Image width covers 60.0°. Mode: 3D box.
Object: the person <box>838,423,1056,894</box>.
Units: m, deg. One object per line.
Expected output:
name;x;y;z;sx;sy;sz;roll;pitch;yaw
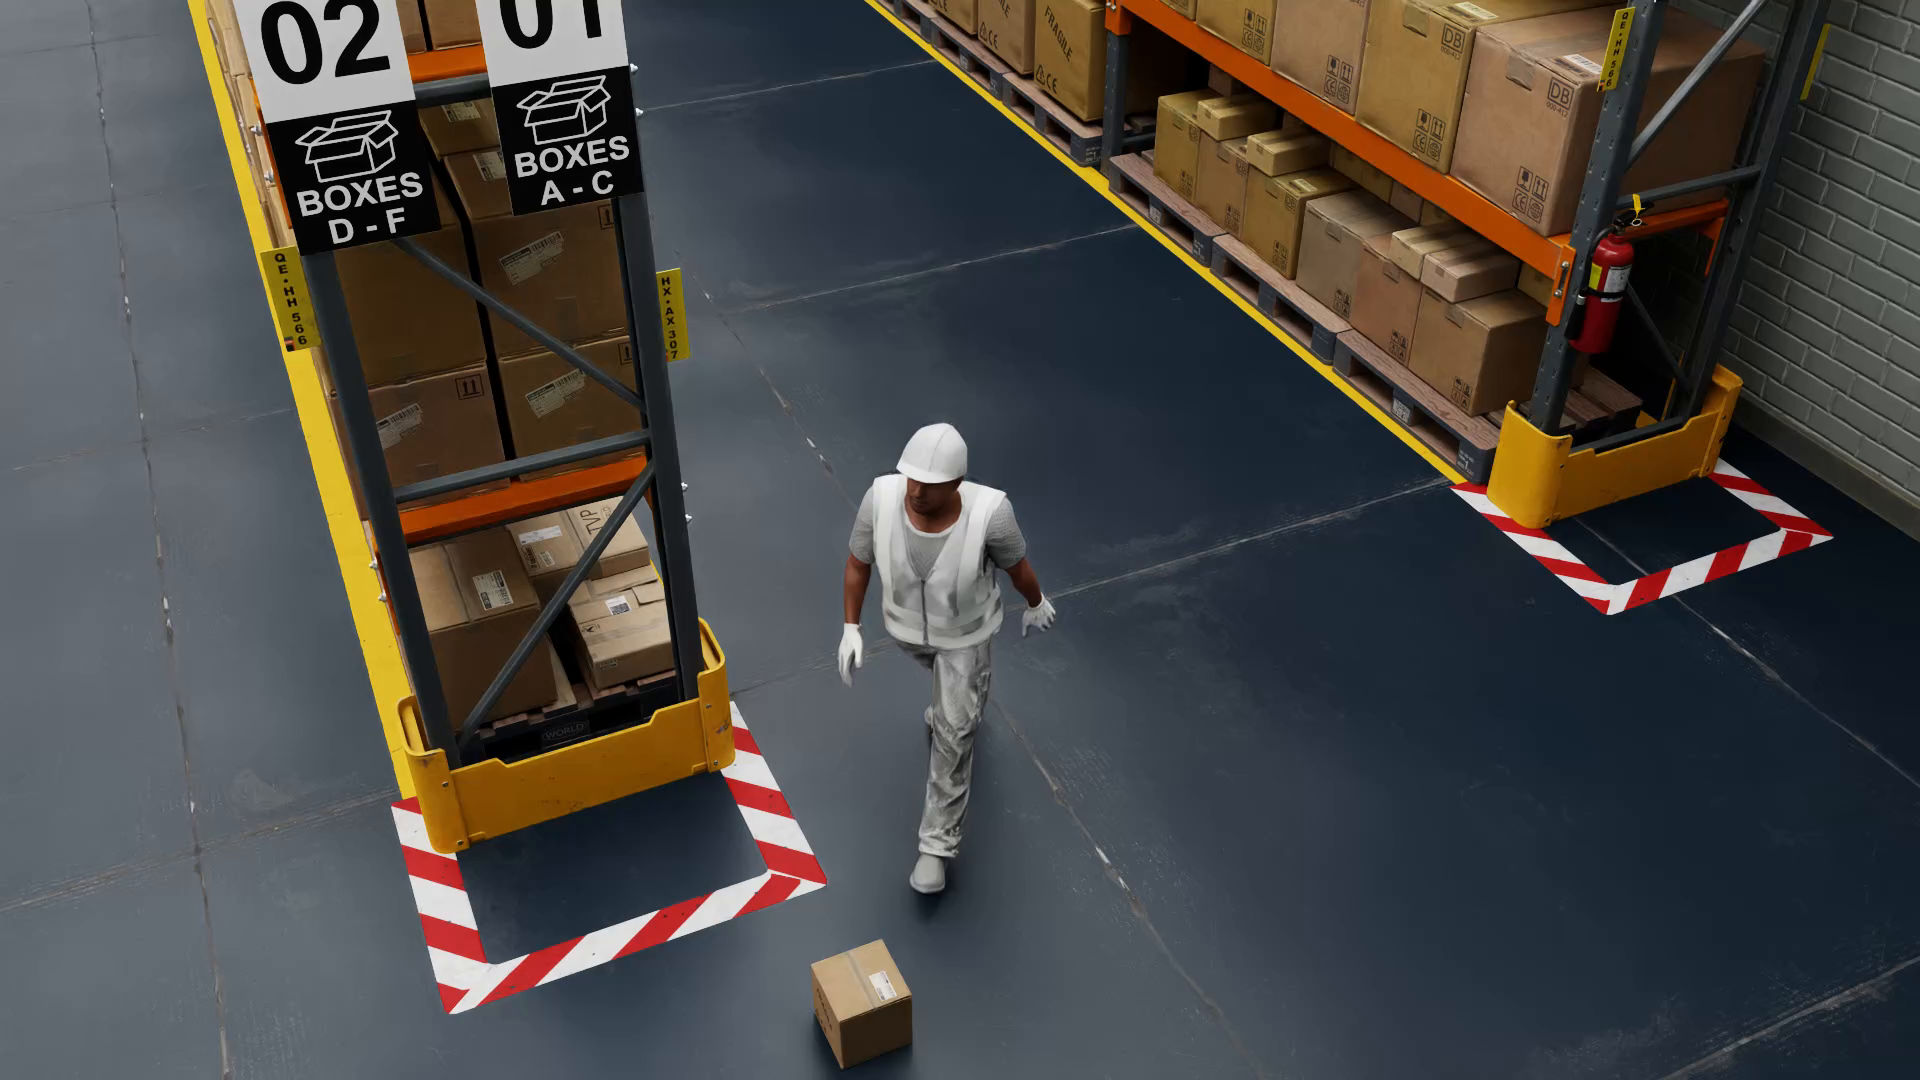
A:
person;-0.060;0.298;5.786;0.660;1.708;1.151;12;39;16
